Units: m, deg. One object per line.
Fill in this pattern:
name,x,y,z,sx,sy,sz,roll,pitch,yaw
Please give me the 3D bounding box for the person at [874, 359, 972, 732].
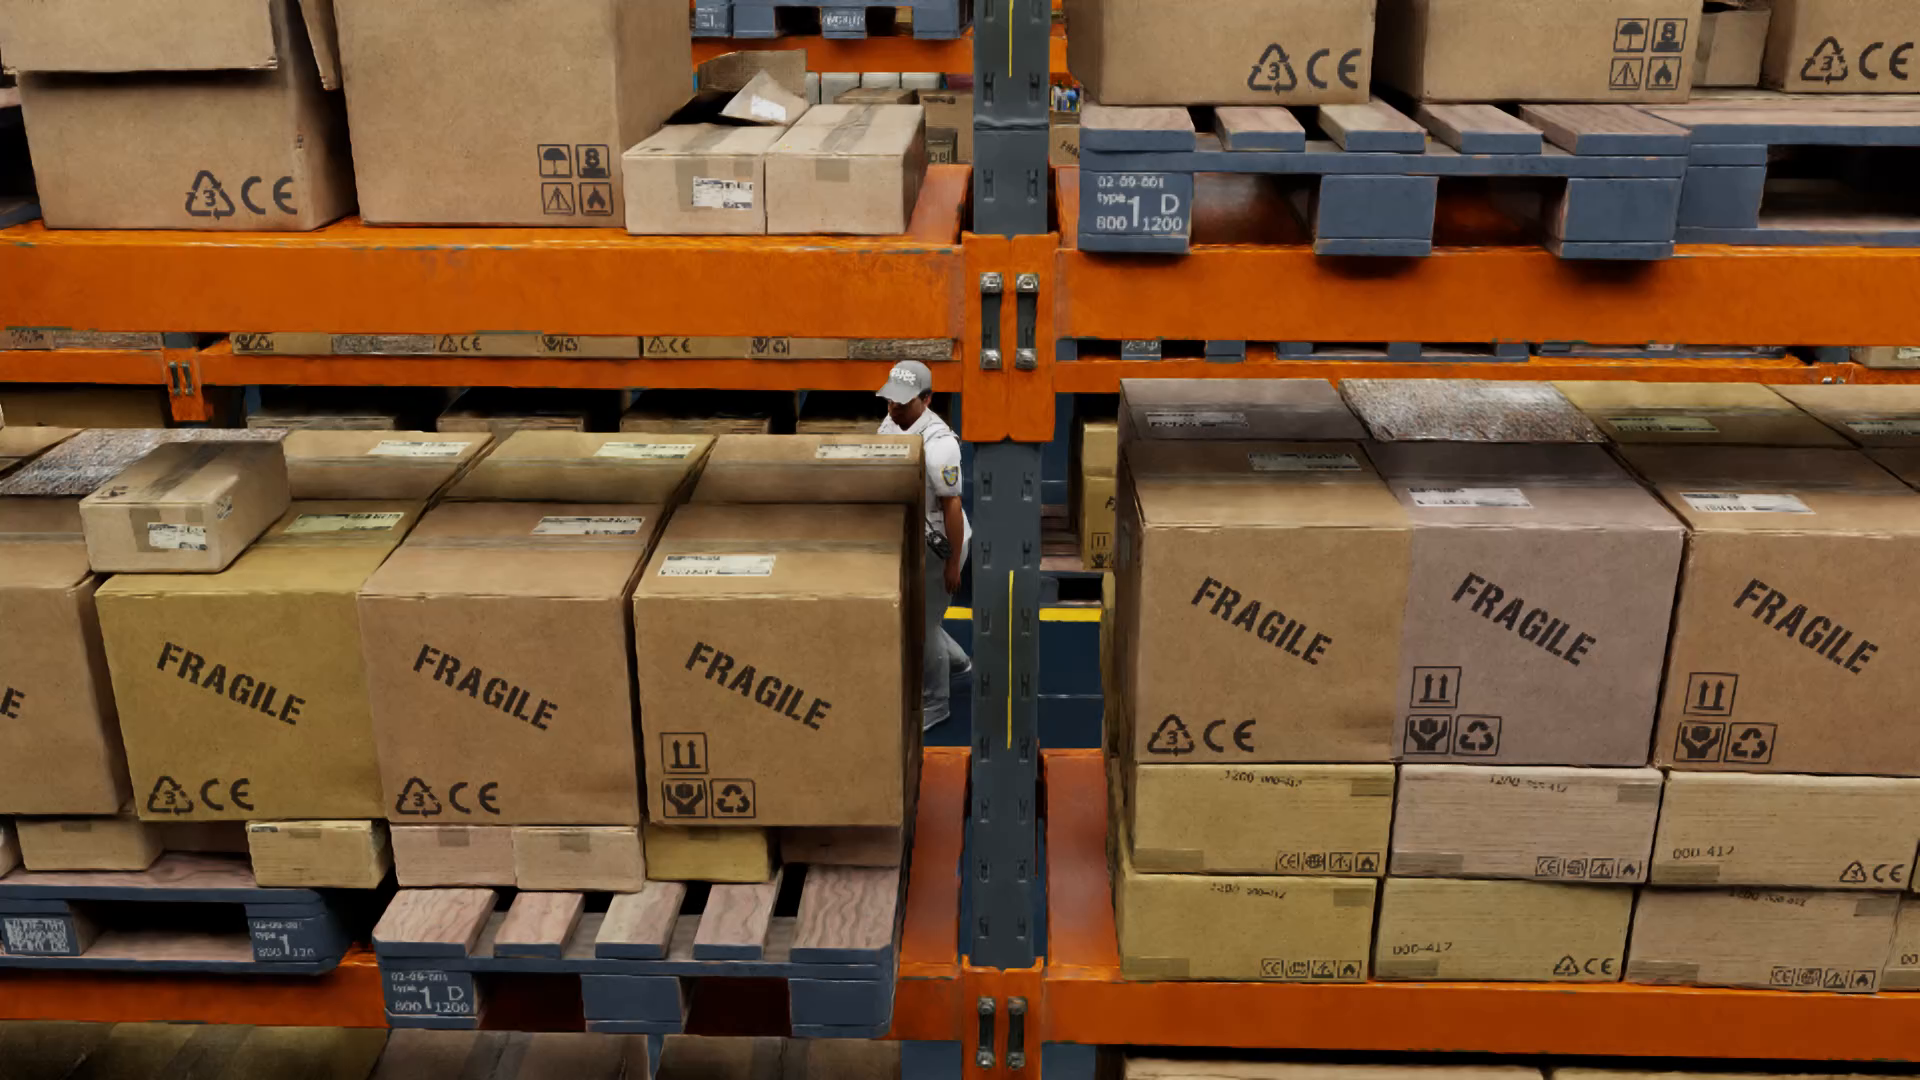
person,-0.141,0.008,7.060,0.581,1.653,0.553,-13,25,-31
